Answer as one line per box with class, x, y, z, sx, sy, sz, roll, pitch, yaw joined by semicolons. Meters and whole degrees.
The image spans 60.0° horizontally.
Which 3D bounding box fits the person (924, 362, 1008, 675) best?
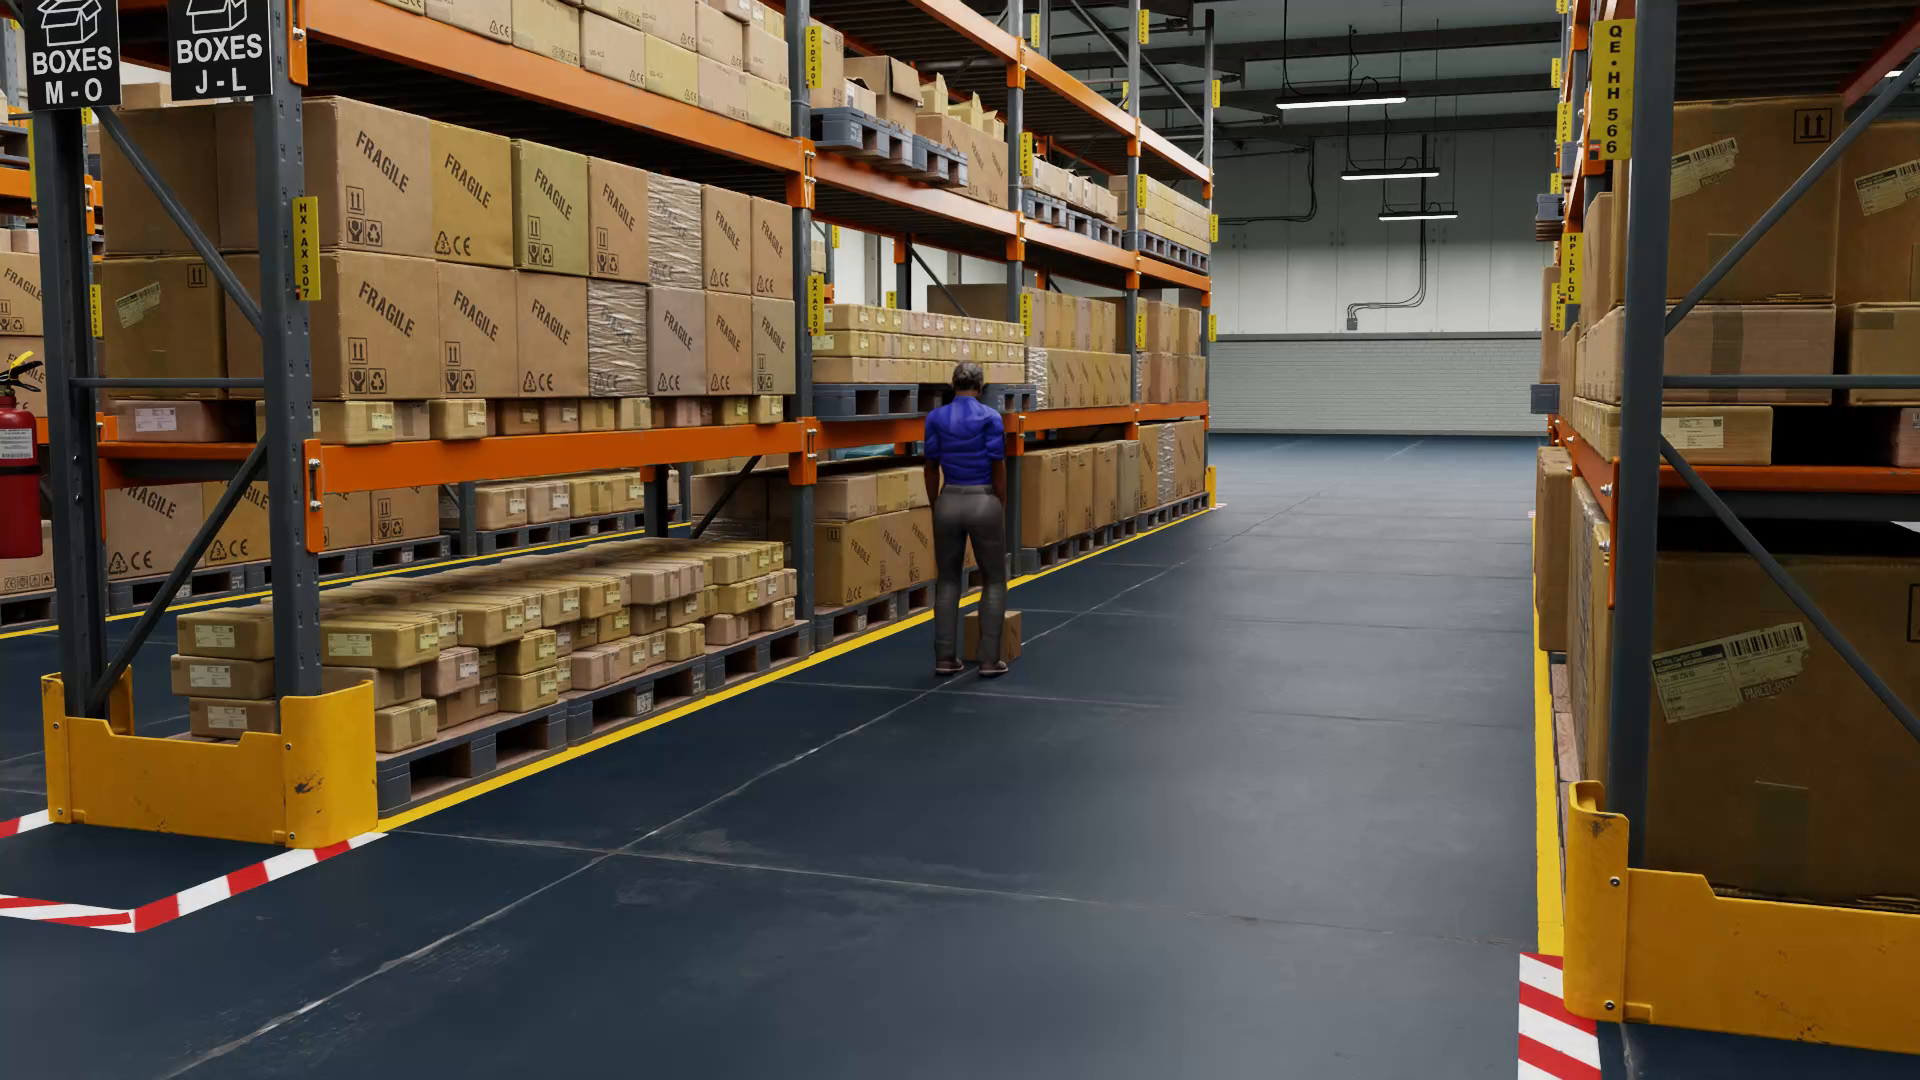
person;0.027;-0.108;8.649;0.448;1.631;0.343;2;6;18
